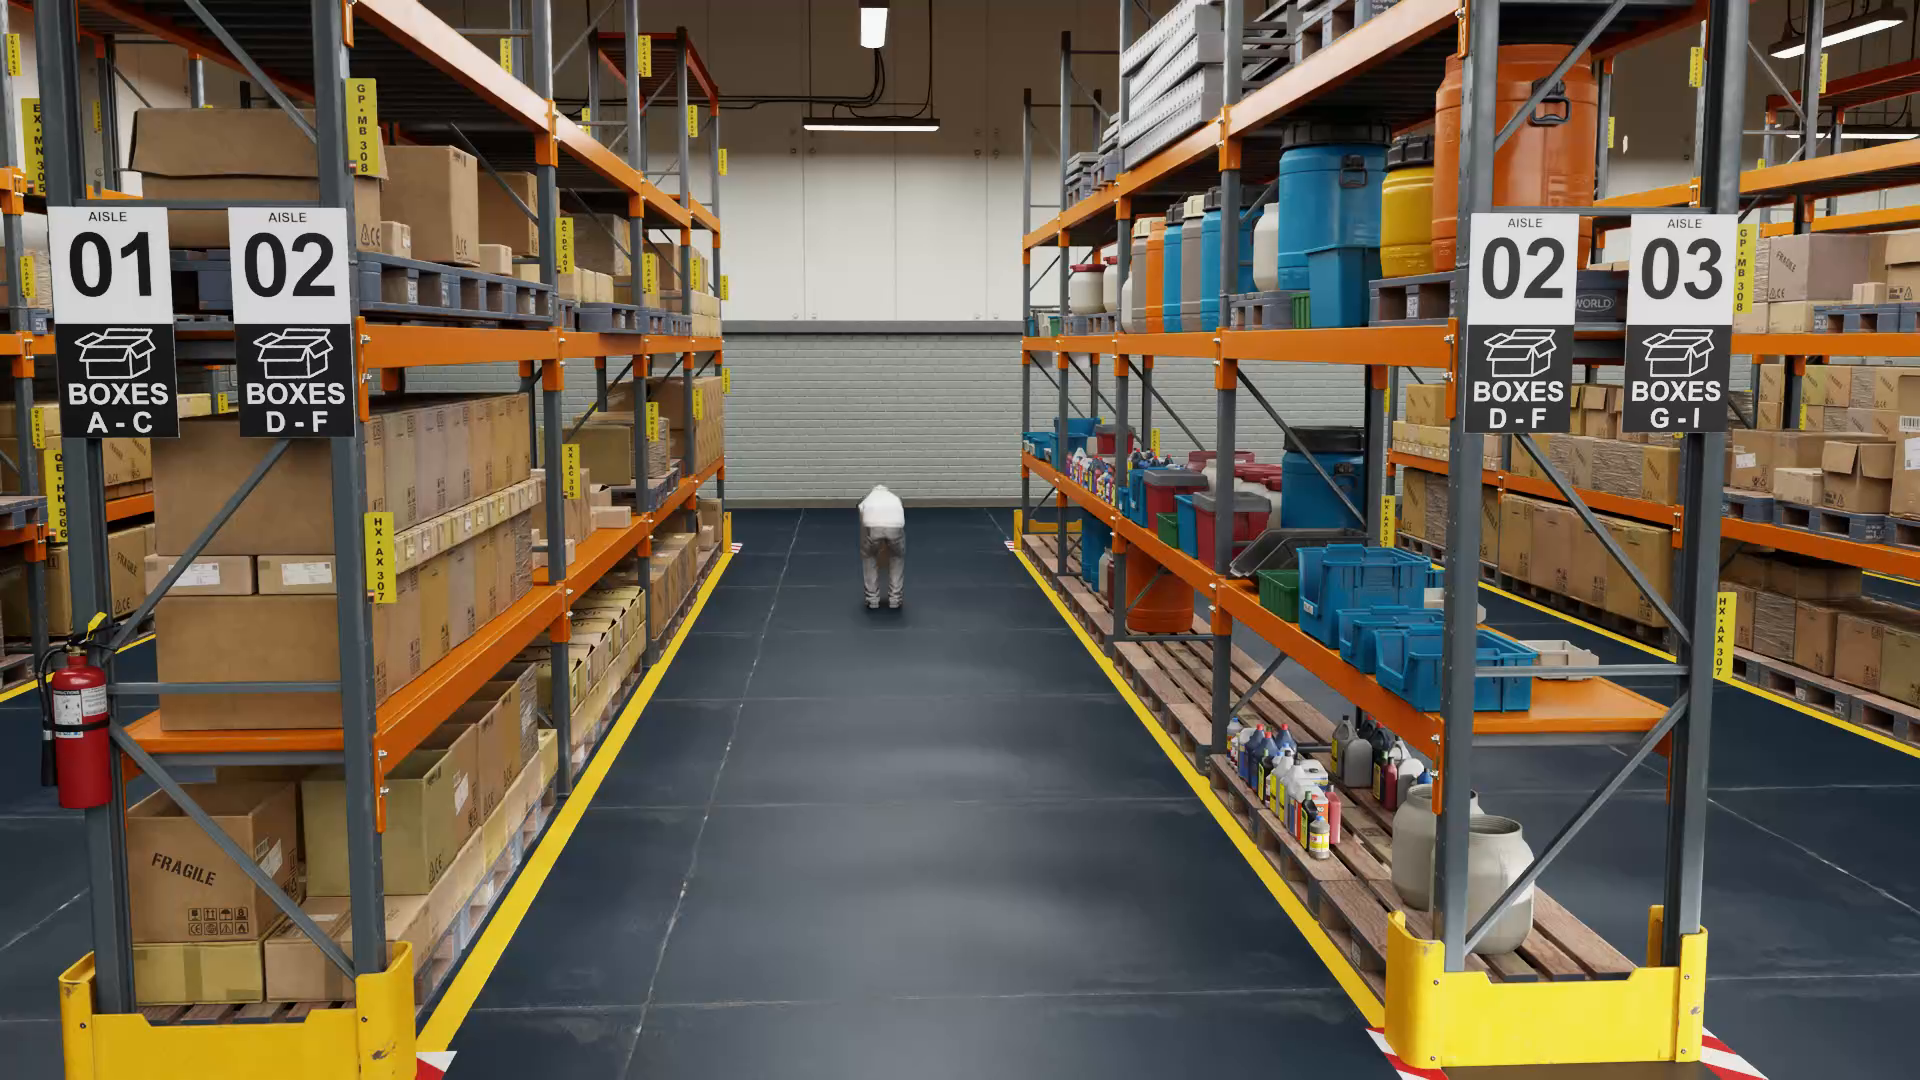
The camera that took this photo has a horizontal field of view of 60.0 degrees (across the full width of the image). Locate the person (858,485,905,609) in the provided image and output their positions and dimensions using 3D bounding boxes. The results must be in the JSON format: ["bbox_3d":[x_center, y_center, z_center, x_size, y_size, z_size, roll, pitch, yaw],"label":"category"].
[{"bbox_3d":[-0.822,0.066,17.452,0.482,1.225,0.969,-1,7,-5],"label":"person"}]
